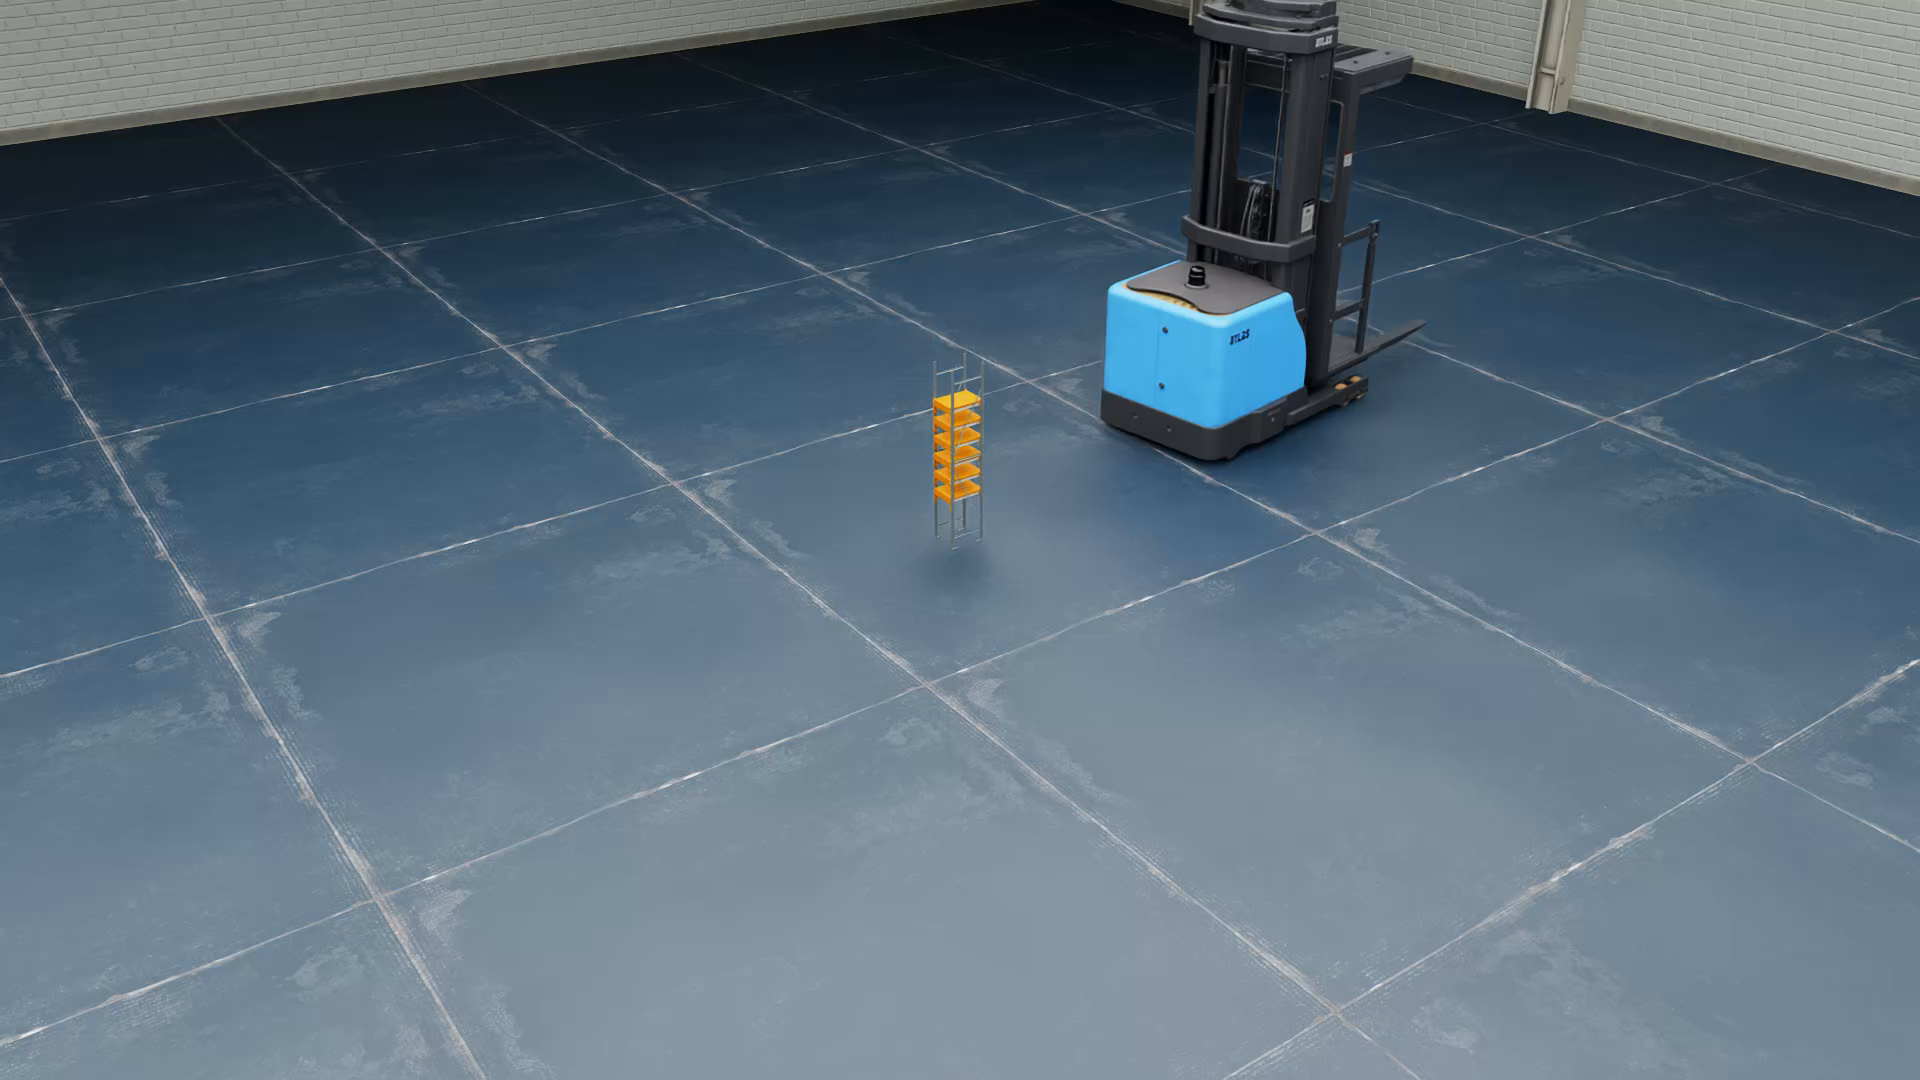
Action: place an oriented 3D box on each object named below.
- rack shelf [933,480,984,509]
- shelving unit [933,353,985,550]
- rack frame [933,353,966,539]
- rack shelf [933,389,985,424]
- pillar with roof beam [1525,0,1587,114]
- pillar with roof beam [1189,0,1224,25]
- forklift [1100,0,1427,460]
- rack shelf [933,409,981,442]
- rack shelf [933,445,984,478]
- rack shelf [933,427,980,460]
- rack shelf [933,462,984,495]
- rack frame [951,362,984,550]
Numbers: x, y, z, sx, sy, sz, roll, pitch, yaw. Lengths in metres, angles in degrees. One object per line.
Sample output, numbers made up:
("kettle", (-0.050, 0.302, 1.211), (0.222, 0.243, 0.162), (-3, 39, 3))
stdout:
("rack shelf", (-0.008, -0.283, 10.336), (0.258, 0.103, 0.180), (-19, 34, -31))
("shelving unit", (-0.008, -0.533, 10.201), (0.258, 1.200, 0.189), (-19, 34, -31))
("rack frame", (-0.061, -0.568, 10.266), (0.240, 1.200, 0.006), (-19, 34, -31))
("rack shelf", (-0.008, -0.810, 10.050), (0.258, 0.103, 0.180), (-19, 34, -31))
("pillar with roof beam", (3.564, -7.957, 15.700), (9.100, 9.000, 0.400), (-19, 34, -31))
("pillar with roof beam", (0.083, -10.290, 19.995), (9.100, 9.000, 0.400), (-19, 34, -31))
("forklift", (2.407, -2.432, 11.884), (3.031, 2.935, 1.130), (-25, 37, -38))
("rack shelf", (-0.008, -0.705, 10.107), (0.258, 0.103, 0.180), (-19, 34, -31))
("rack shelf", (-0.008, -0.494, 10.222), (0.258, 0.103, 0.180), (-19, 34, -31))
("rack shelf", (-0.008, -0.599, 10.165), (0.258, 0.103, 0.180), (-19, 34, -31))
("rack shelf", (-0.008, -0.388, 10.279), (0.258, 0.103, 0.180), (-19, 34, -31))
("rack frame", (0.045, -0.497, 10.135), (0.240, 1.200, 0.006), (-19, 34, -31))
